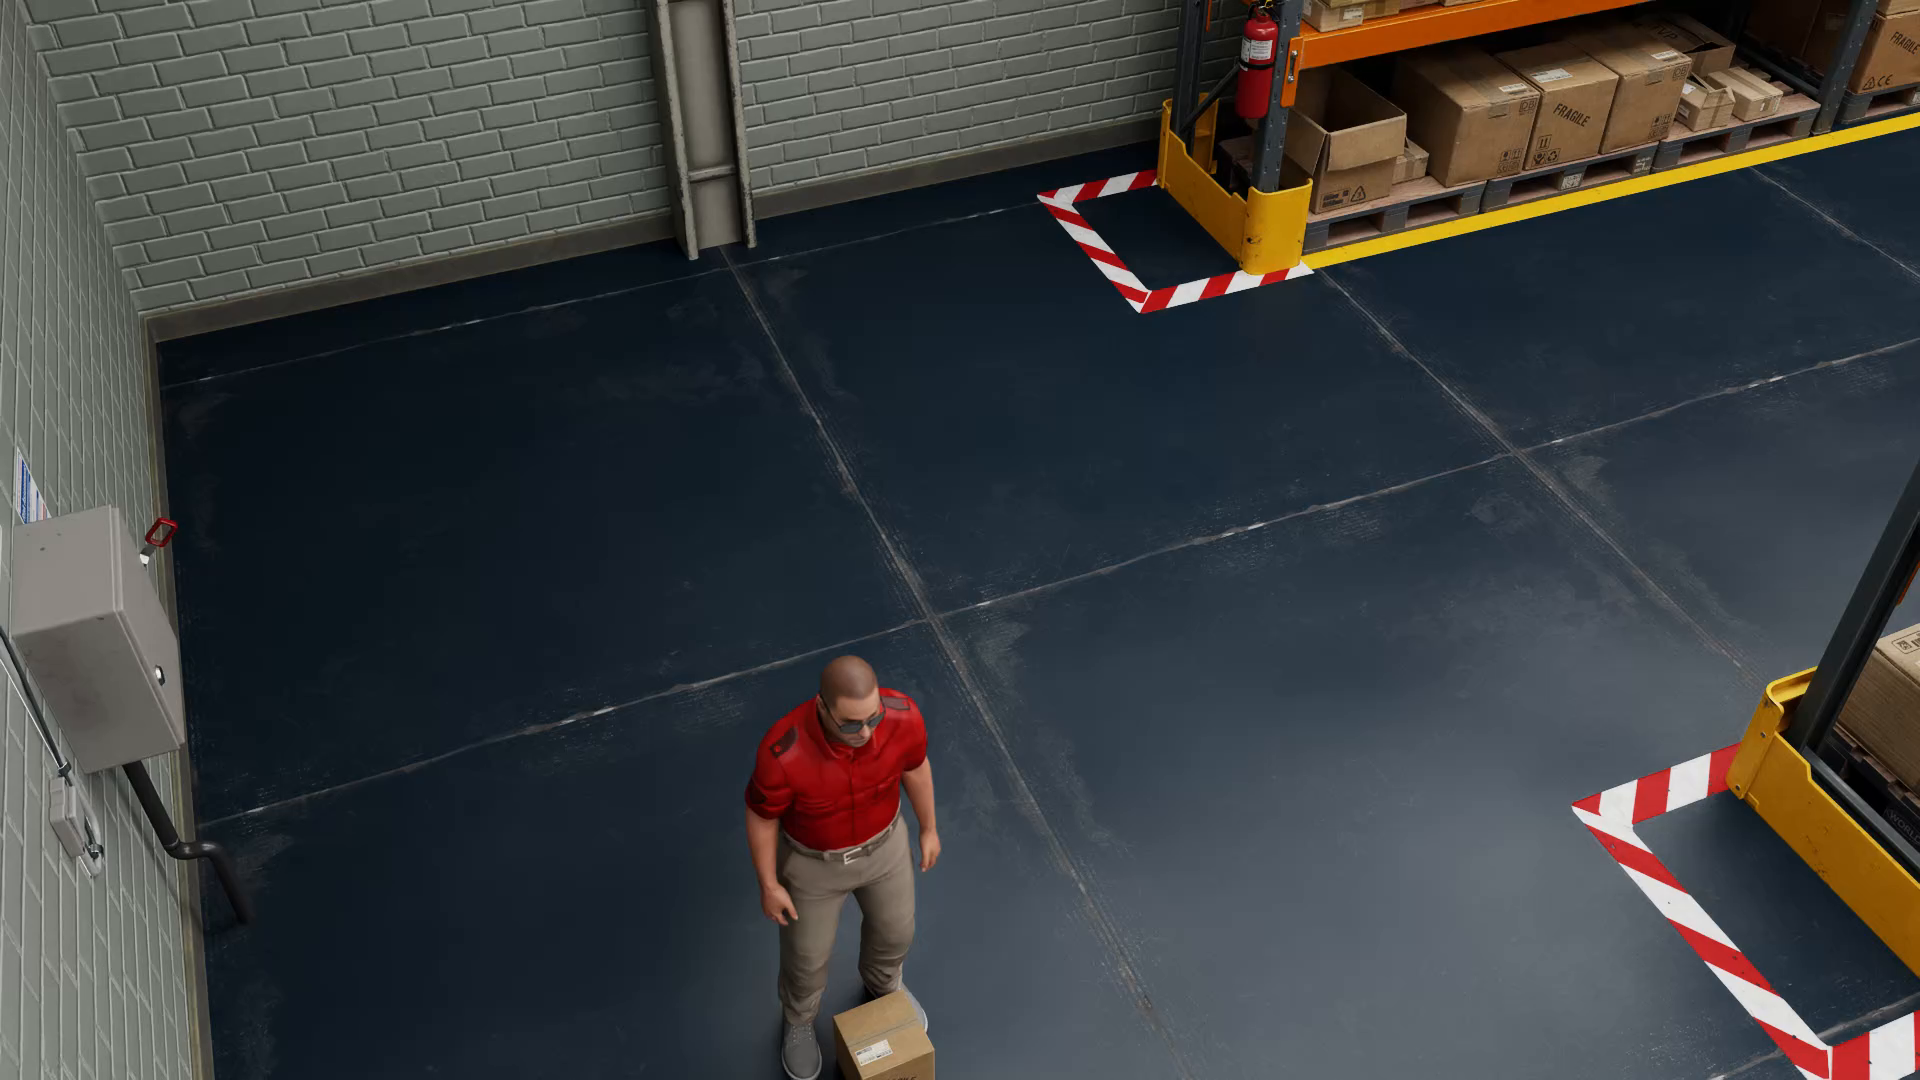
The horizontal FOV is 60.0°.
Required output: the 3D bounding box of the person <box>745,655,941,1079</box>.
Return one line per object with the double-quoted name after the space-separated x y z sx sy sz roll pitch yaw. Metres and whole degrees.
-0.347 0.963 5.080 0.603 1.728 0.393 -17 44 -18 "person"
